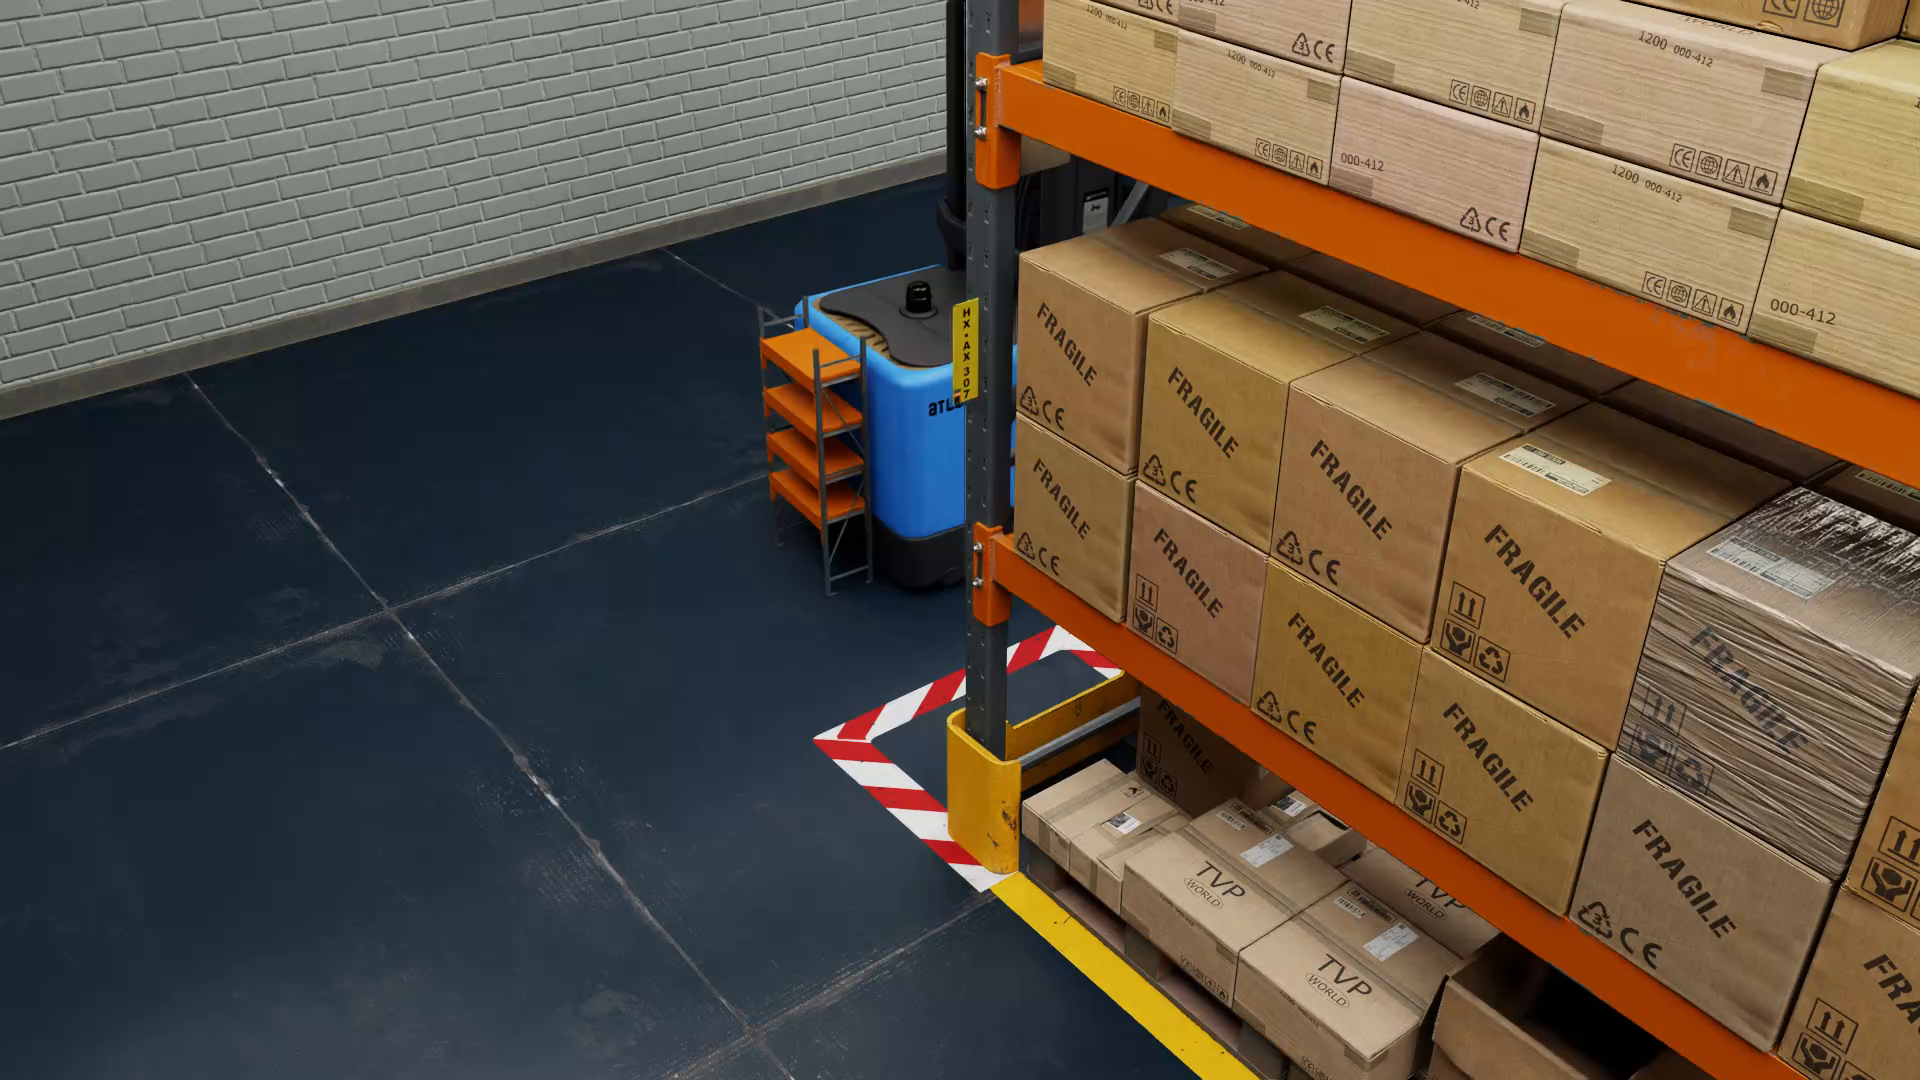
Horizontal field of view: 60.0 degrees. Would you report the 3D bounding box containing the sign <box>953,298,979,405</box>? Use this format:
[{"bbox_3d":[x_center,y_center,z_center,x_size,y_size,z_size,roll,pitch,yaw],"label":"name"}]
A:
[{"bbox_3d":[0.020,-0.566,4.997,0.100,0.325,0.005,-22,38,-31],"label":"sign"}]

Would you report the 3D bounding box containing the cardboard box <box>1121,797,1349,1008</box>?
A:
[{"bbox_3d":[0.865,1.134,5.270,0.500,0.250,0.500,-22,38,-31],"label":"cardboard box"}]

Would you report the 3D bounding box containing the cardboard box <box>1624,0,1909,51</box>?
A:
[{"bbox_3d":[1.640,-1.258,3.047,0.700,0.500,0.500,-22,38,-31],"label":"cardboard box"}]

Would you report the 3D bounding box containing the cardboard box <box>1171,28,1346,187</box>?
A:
[{"bbox_3d":[0.859,-1.075,3.937,0.500,0.250,0.500,-22,38,-31],"label":"cardboard box"}]

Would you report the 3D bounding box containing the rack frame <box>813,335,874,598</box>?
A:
[{"bbox_3d":[-0.491,-0.293,7.085,0.240,1.200,0.015,-19,37,-28],"label":"rack frame"}]

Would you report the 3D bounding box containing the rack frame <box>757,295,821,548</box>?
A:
[{"bbox_3d":[-0.759,-0.508,7.431,0.240,1.200,0.015,-19,37,-28],"label":"rack frame"}]

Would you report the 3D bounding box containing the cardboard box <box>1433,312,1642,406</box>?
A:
[{"bbox_3d":[1.571,-0.320,4.379,0.500,0.500,0.500,-21,38,-30],"label":"cardboard box"}]

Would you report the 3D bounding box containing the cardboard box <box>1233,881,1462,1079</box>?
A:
[{"bbox_3d":[1.171,1.343,4.934,0.500,0.250,0.500,-22,38,-31],"label":"cardboard box"}]

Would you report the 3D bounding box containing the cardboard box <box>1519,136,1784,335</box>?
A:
[{"bbox_3d":[1.479,-0.661,3.271,0.500,0.250,0.500,-22,38,-31],"label":"cardboard box"}]

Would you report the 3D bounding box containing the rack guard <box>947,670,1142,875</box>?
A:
[{"bbox_3d":[0.495,0.720,6.117,1.175,0.500,0.348,-22,38,-31],"label":"rack guard"}]

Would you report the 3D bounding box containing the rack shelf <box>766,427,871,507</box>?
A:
[{"bbox_3d":[-0.625,-0.344,7.294,0.258,0.148,0.480,-19,37,-28],"label":"rack shelf"}]

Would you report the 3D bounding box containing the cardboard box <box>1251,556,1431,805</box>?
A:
[{"bbox_3d":[1.138,0.278,4.365,0.500,0.500,0.500,-22,38,-32],"label":"cardboard box"}]

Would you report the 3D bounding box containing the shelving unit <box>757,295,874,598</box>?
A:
[{"bbox_3d":[-0.625,-0.401,7.258,0.258,1.200,0.503,-19,37,-28],"label":"shelving unit"}]

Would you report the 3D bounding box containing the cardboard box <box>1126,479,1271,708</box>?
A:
[{"bbox_3d":[0.833,0.067,4.704,0.500,0.500,0.500,-23,38,-32],"label":"cardboard box"}]

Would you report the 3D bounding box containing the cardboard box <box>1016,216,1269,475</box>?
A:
[{"bbox_3d":[0.512,-0.571,4.783,0.500,0.500,0.500,-21,38,-30],"label":"cardboard box"}]

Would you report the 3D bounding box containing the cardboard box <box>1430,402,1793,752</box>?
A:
[{"bbox_3d":[1.454,0.066,3.758,0.500,0.500,0.500,-23,38,-32],"label":"cardboard box"}]

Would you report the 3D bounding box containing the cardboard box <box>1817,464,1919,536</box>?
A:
[{"bbox_3d":[2.203,0.109,3.688,0.500,0.500,0.500,-24,39,-33],"label":"cardboard box"}]

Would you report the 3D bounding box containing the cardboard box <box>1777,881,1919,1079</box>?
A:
[{"bbox_3d":[2.075,0.911,3.345,0.500,0.500,0.500,-21,38,-30],"label":"cardboard box"}]

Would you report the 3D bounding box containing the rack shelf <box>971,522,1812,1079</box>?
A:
[{"bbox_3d":[1.675,0.765,4.356,1.077,0.370,4.000,-22,38,-31],"label":"rack shelf"}]

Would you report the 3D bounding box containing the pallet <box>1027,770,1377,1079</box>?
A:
[{"bbox_3d":[0.985,1.175,5.659,1.003,0.211,1.213,-22,38,-31],"label":"pallet"}]

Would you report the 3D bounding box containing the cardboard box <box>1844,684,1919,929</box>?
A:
[{"bbox_3d":[2.071,0.487,3.081,0.500,0.500,0.500,-23,39,-32],"label":"cardboard box"}]

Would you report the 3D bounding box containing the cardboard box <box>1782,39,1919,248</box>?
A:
[{"bbox_3d":[1.780,-0.663,2.800,0.500,0.250,0.500,-22,38,-31],"label":"cardboard box"}]

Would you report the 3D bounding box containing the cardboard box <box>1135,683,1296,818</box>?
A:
[{"bbox_3d":[0.977,0.648,5.816,0.500,0.500,0.500,-22,38,-31],"label":"cardboard box"}]

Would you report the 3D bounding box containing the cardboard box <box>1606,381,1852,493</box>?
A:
[{"bbox_3d":[1.886,-0.105,4.034,0.500,0.500,0.500,-21,38,-30],"label":"cardboard box"}]

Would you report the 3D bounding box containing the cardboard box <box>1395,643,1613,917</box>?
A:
[{"bbox_3d":[1.444,0.486,4.029,0.500,0.500,0.500,-22,38,-31],"label":"cardboard box"}]

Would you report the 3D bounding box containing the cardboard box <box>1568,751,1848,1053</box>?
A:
[{"bbox_3d":[1.758,0.698,3.689,0.500,0.500,0.500,-21,38,-30],"label":"cardboard box"}]

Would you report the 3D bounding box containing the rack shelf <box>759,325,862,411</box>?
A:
[{"bbox_3d":[-0.625,-0.735,7.051,0.258,0.148,0.480,-19,37,-28],"label":"rack shelf"}]

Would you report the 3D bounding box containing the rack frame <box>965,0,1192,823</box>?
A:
[{"bbox_3d":[0.449,-0.374,5.509,1.000,3.000,0.127,-22,38,-31],"label":"rack frame"}]

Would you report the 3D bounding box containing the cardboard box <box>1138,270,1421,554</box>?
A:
[{"bbox_3d":[0.839,-0.355,4.437,0.500,0.500,0.500,-22,38,-31],"label":"cardboard box"}]

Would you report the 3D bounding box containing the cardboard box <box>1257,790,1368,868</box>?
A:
[{"bbox_3d":[1.154,0.988,5.585,0.380,0.166,0.250,-22,38,-31],"label":"cardboard box"}]

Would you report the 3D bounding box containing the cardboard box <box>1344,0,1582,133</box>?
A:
[{"bbox_3d":[1.171,-1.081,3.473,0.500,0.250,0.500,-22,38,-31],"label":"cardboard box"}]

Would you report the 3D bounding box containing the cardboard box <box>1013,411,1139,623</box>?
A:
[{"bbox_3d":[0.512,-0.146,5.047,0.500,0.500,0.500,-21,38,-30],"label":"cardboard box"}]

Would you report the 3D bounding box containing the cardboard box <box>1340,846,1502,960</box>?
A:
[{"bbox_3d":[1.535,1.160,5.228,0.500,0.250,0.500,-22,38,-31],"label":"cardboard box"}]

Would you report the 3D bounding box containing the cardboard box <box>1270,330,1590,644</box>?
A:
[{"bbox_3d":[1.142,-0.145,4.098,0.500,0.500,0.500,-22,38,-31],"label":"cardboard box"}]

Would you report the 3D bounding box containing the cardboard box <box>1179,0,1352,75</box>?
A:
[{"bbox_3d":[0.859,-1.288,3.805,0.500,0.250,0.500,-22,38,-31],"label":"cardboard box"}]

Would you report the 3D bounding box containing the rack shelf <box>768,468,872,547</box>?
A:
[{"bbox_3d":[-0.625,-0.175,7.398,0.258,0.148,0.480,-19,37,-28],"label":"rack shelf"}]

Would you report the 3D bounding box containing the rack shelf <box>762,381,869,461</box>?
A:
[{"bbox_3d":[-0.625,-0.534,7.175,0.258,0.148,0.480,-19,37,-28],"label":"rack shelf"}]

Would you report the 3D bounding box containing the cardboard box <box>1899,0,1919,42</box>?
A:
[{"bbox_3d":[2.067,-1.099,2.791,0.700,0.500,0.500,-22,38,-31],"label":"cardboard box"}]

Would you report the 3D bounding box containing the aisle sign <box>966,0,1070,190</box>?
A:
[{"bbox_3d":[0.175,-1.411,4.716,0.394,0.787,0.004,-22,38,-31],"label":"aisle sign"}]

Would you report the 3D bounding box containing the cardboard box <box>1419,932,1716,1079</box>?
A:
[{"bbox_3d":[1.745,1.386,4.625,0.797,0.503,0.637,-22,38,-31],"label":"cardboard box"}]

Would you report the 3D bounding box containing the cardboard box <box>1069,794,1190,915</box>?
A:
[{"bbox_3d":[0.587,1.033,5.512,0.380,0.166,0.250,-22,38,-31],"label":"cardboard box"}]

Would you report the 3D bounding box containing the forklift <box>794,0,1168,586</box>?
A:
[{"bbox_3d":[0.753,-1.628,7.592,3.031,2.935,1.130,-19,37,-28],"label":"forklift"}]

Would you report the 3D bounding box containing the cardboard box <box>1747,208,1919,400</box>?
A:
[{"bbox_3d":[1.782,-0.451,2.933,0.500,0.250,0.500,-22,38,-31],"label":"cardboard box"}]

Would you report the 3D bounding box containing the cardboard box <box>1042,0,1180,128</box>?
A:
[{"bbox_3d":[0.563,-1.288,4.280,0.500,0.250,0.500,-22,38,-31],"label":"cardboard box"}]

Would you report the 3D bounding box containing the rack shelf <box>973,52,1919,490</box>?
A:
[{"bbox_3d":[1.675,-0.509,3.565,1.077,0.370,4.000,-22,38,-31],"label":"rack shelf"}]

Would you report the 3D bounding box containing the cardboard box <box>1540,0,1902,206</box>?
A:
[{"bbox_3d":[1.474,-0.872,3.136,0.500,0.250,0.500,-22,38,-31],"label":"cardboard box"}]

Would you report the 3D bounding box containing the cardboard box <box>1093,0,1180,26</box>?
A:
[{"bbox_3d":[0.558,-1.498,4.145,0.500,0.250,0.500,-22,38,-31],"label":"cardboard box"}]

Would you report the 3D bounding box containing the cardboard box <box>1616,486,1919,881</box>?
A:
[{"bbox_3d":[1.762,0.276,3.419,0.500,0.500,0.500,-22,38,-31],"label":"cardboard box"}]

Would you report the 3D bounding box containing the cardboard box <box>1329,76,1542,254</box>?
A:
[{"bbox_3d":[1.167,-0.867,3.603,0.500,0.250,0.500,-22,38,-31],"label":"cardboard box"}]

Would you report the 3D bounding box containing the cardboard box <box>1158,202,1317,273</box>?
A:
[{"bbox_3d":[0.939,-0.744,5.063,0.500,0.500,0.500,-23,38,-32],"label":"cardboard box"}]

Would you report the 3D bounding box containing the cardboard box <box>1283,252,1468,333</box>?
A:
[{"bbox_3d":[1.249,-0.534,4.724,0.500,0.500,0.500,-21,38,-30],"label":"cardboard box"}]

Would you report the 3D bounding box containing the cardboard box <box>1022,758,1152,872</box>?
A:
[{"bbox_3d":[0.434,0.936,5.685,0.380,0.149,0.250,-22,38,-31],"label":"cardboard box"}]

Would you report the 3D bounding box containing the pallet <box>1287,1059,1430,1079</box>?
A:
[{"bbox_3d":[1.729,1.683,4.841,1.003,0.211,1.213,-22,38,-31],"label":"pallet"}]
